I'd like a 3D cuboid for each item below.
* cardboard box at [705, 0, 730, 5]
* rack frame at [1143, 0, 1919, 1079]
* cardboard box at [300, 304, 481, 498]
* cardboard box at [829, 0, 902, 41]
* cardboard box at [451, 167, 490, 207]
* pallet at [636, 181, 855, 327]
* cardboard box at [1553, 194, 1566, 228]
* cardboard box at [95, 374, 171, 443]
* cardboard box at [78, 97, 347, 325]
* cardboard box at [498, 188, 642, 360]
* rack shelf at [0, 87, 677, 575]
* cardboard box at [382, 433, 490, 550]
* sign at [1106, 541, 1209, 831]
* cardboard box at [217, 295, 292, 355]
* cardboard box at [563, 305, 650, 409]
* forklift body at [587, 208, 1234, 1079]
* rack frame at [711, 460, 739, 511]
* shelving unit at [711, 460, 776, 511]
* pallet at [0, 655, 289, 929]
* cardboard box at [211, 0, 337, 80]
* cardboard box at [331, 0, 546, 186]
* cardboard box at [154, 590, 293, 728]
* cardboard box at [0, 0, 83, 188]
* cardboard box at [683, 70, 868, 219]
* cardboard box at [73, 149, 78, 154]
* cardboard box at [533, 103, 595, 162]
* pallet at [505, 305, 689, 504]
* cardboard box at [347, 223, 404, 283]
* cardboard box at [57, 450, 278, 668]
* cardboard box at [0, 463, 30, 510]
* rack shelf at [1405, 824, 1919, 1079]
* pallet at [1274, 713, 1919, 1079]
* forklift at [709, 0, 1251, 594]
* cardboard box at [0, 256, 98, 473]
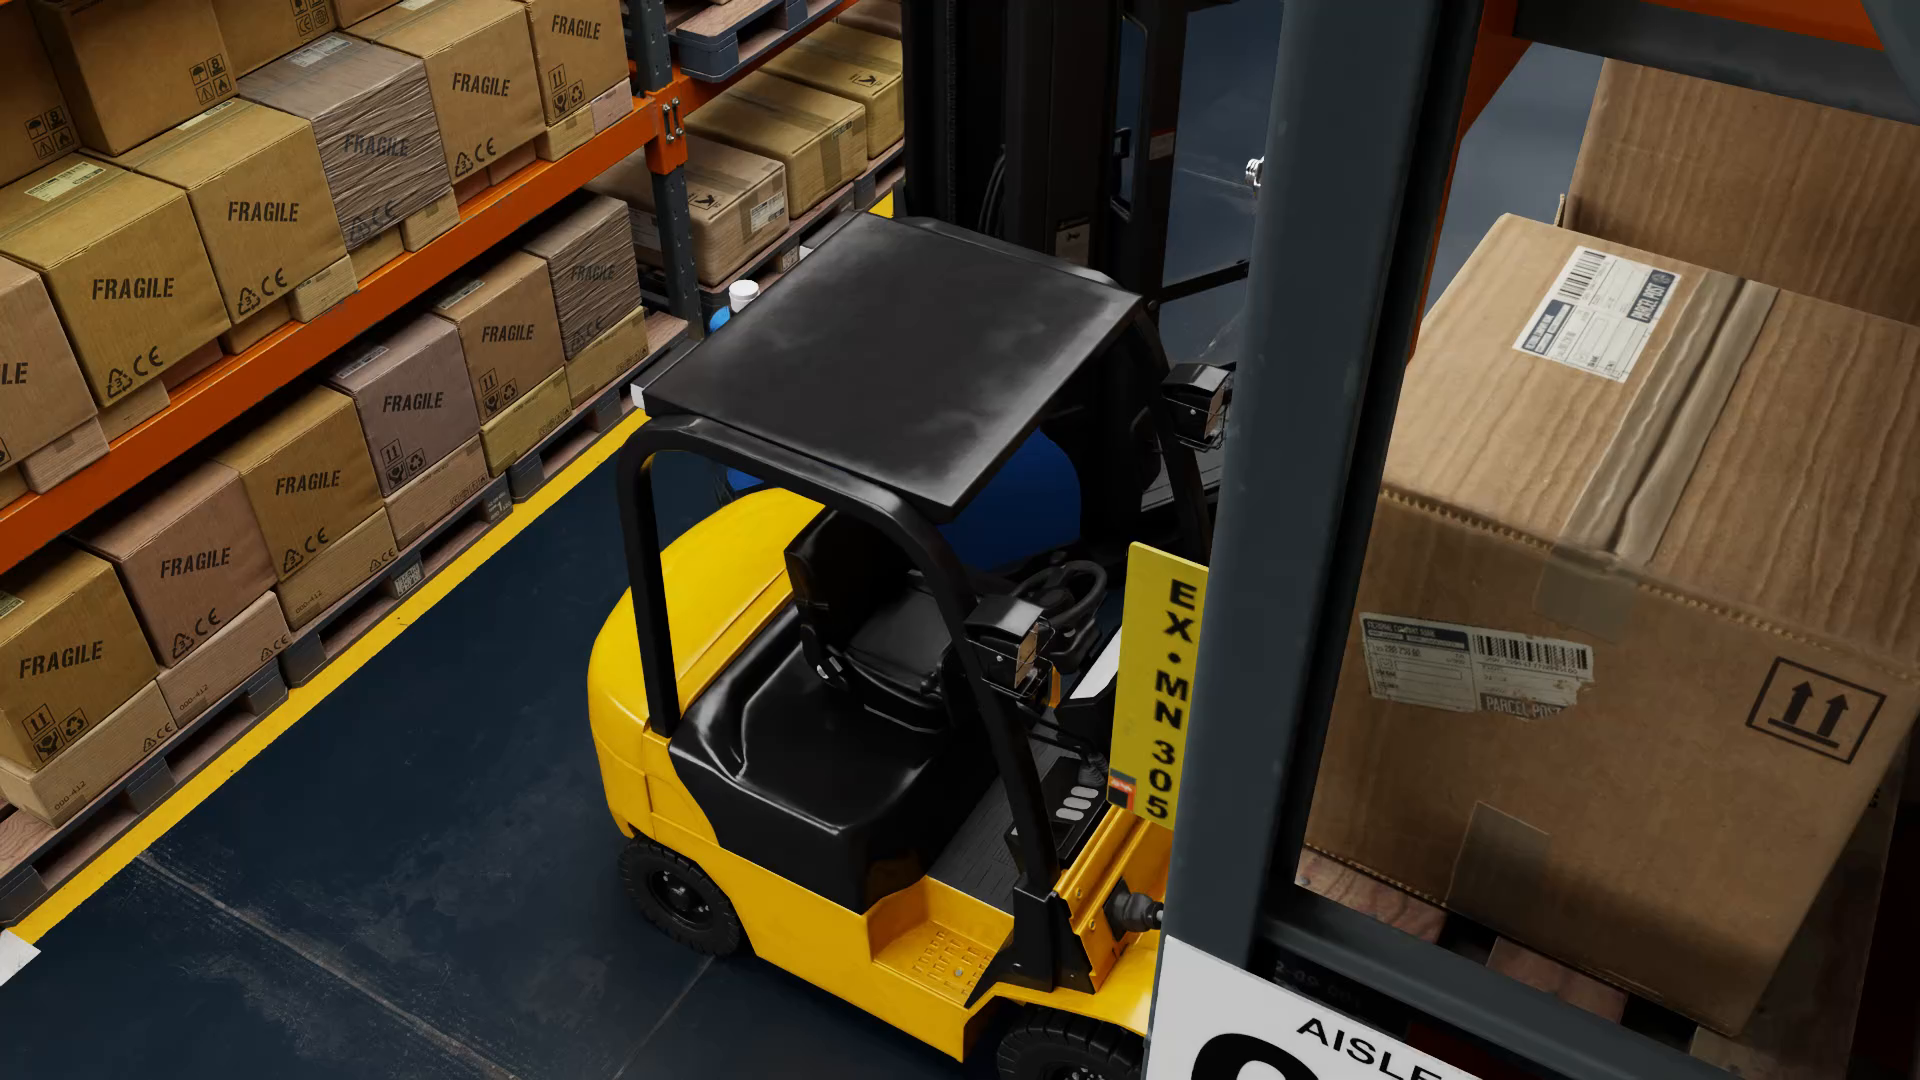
[{"bbox_3d":[-1.103,-2.448,7.132,0.380,0.149,0.250,22,46,23],"label":"cardboard box"},{"bbox_3d":[0.645,-0.496,0.504,1.000,3.000,0.127,21,45,22],"label":"rack frame"},{"bbox_3d":[-2.224,-0.569,6.322,0.500,0.500,0.500,23,46,24],"label":"cardboard box"},{"bbox_3d":[-0.305,-2.888,9.431,0.950,0.372,0.625,20,45,21],"label":"cardboard box"},{"bbox_3d":[-2.003,-1.388,6.246,0.380,0.149,0.250,20,45,21],"label":"cardboard box"},{"bbox_3d":[-1.264,-1.572,8.376,1.003,0.211,1.213,21,45,22],"label":"pallet"},{"bbox_3d":[0.924,-0.235,2.186,0.396,0.266,0.258,21,46,22],"label":"cardboard box"},{"bbox_3d":[-2.721,-0.479,5.214,0.380,0.149,0.250,22,46,23],"label":"cardboard box"},{"bbox_3d":[-2.419,-1.096,5.424,0.500,0.500,0.500,20,45,21],"label":"cardboard box"},{"bbox_3d":[-1.716,-1.153,6.985,0.500,0.500,0.500,20,45,22],"label":"cardboard box"},{"bbox_3d":[-2.654,-0.758,5.886,1.077,0.370,4.000,21,45,22],"label":"rack shelf"},{"bbox_3d":[-2.232,-0.274,6.554,0.500,0.250,0.500,22,46,23],"label":"cardboard box"},{"bbox_3d":[0.182,0.140,1.442,0.100,0.325,0.005,21,45,22],"label":"sign"},{"bbox_3d":[-2.483,-0.791,5.569,0.380,0.149,0.250,20,45,21],"label":"cardboard box"},{"bbox_3d":[-1.716,-0.871,7.233,0.500,0.250,0.500,23,46,24],"label":"cardboard box"},{"bbox_3d":[0.014,0.386,4.685,2.313,2.155,1.214,21,45,22],"label":"forklift body"},{"bbox_3d":[-0.799,0.124,5.927,0.006,0.900,0.240,-19,45,-21],"label":"rack frame"},{"bbox_3d":[-0.709,0.093,5.963,0.210,0.900,0.258,-19,45,-21],"label":"shelving unit"},{"bbox_3d":[-3.179,0.666,5.834,1.003,0.211,1.213,21,45,22],"label":"pallet"},{"bbox_3d":[-2.610,-1.954,5.642,0.700,0.500,0.500,20,45,21],"label":"cardboard box"},{"bbox_3d":[-1.911,-1.689,6.097,0.500,0.500,0.500,22,46,23],"label":"cardboard box"},{"bbox_3d":[-2.749,0.331,5.868,0.500,0.250,0.500,23,46,24],"label":"cardboard box"},{"bbox_3d":[-3.162,-1.386,4.997,0.700,0.500,0.500,20,45,22],"label":"cardboard box"},{"bbox_3d":[-1.036,-2.058,8.488,0.950,0.372,0.625,24,47,25],"label":"cardboard box"},{"bbox_3d":[-3.113,-1.005,5.321,0.500,0.500,0.500,21,45,22],"label":"cardboard box"},{"bbox_3d":[-1.669,-1.649,6.543,0.380,0.149,0.250,22,46,23],"label":"cardboard box"},{"bbox_3d":[-1.958,-0.730,7.420,1.003,0.211,1.213,21,45,22],"label":"pallet"},{"bbox_3d":[-2.209,-1.075,5.891,0.380,0.149,0.250,20,45,21],"label":"cardboard box"},{"bbox_3d":[-2.742,0.024,5.648,0.500,0.500,0.500,19,45,21],"label":"cardboard box"},{"bbox_3d":[-2.988,-0.190,4.886,0.380,0.149,0.250,19,45,21],"label":"cardboard box"},{"bbox_3d":[1.646,-0.245,3.033,1.077,0.370,4.000,21,45,22],"label":"rack shelf"},{"bbox_3d":[1.021,0.267,1.975,1.003,0.211,1.213,21,45,22],"label":"pallet"},{"bbox_3d":[0.614,-1.314,6.024,3.031,2.935,1.130,-19,45,-21],"label":"forklift"},{"bbox_3d":[-2.921,-0.510,4.759,0.500,0.500,0.500,22,46,23],"label":"cardboard box"}]
